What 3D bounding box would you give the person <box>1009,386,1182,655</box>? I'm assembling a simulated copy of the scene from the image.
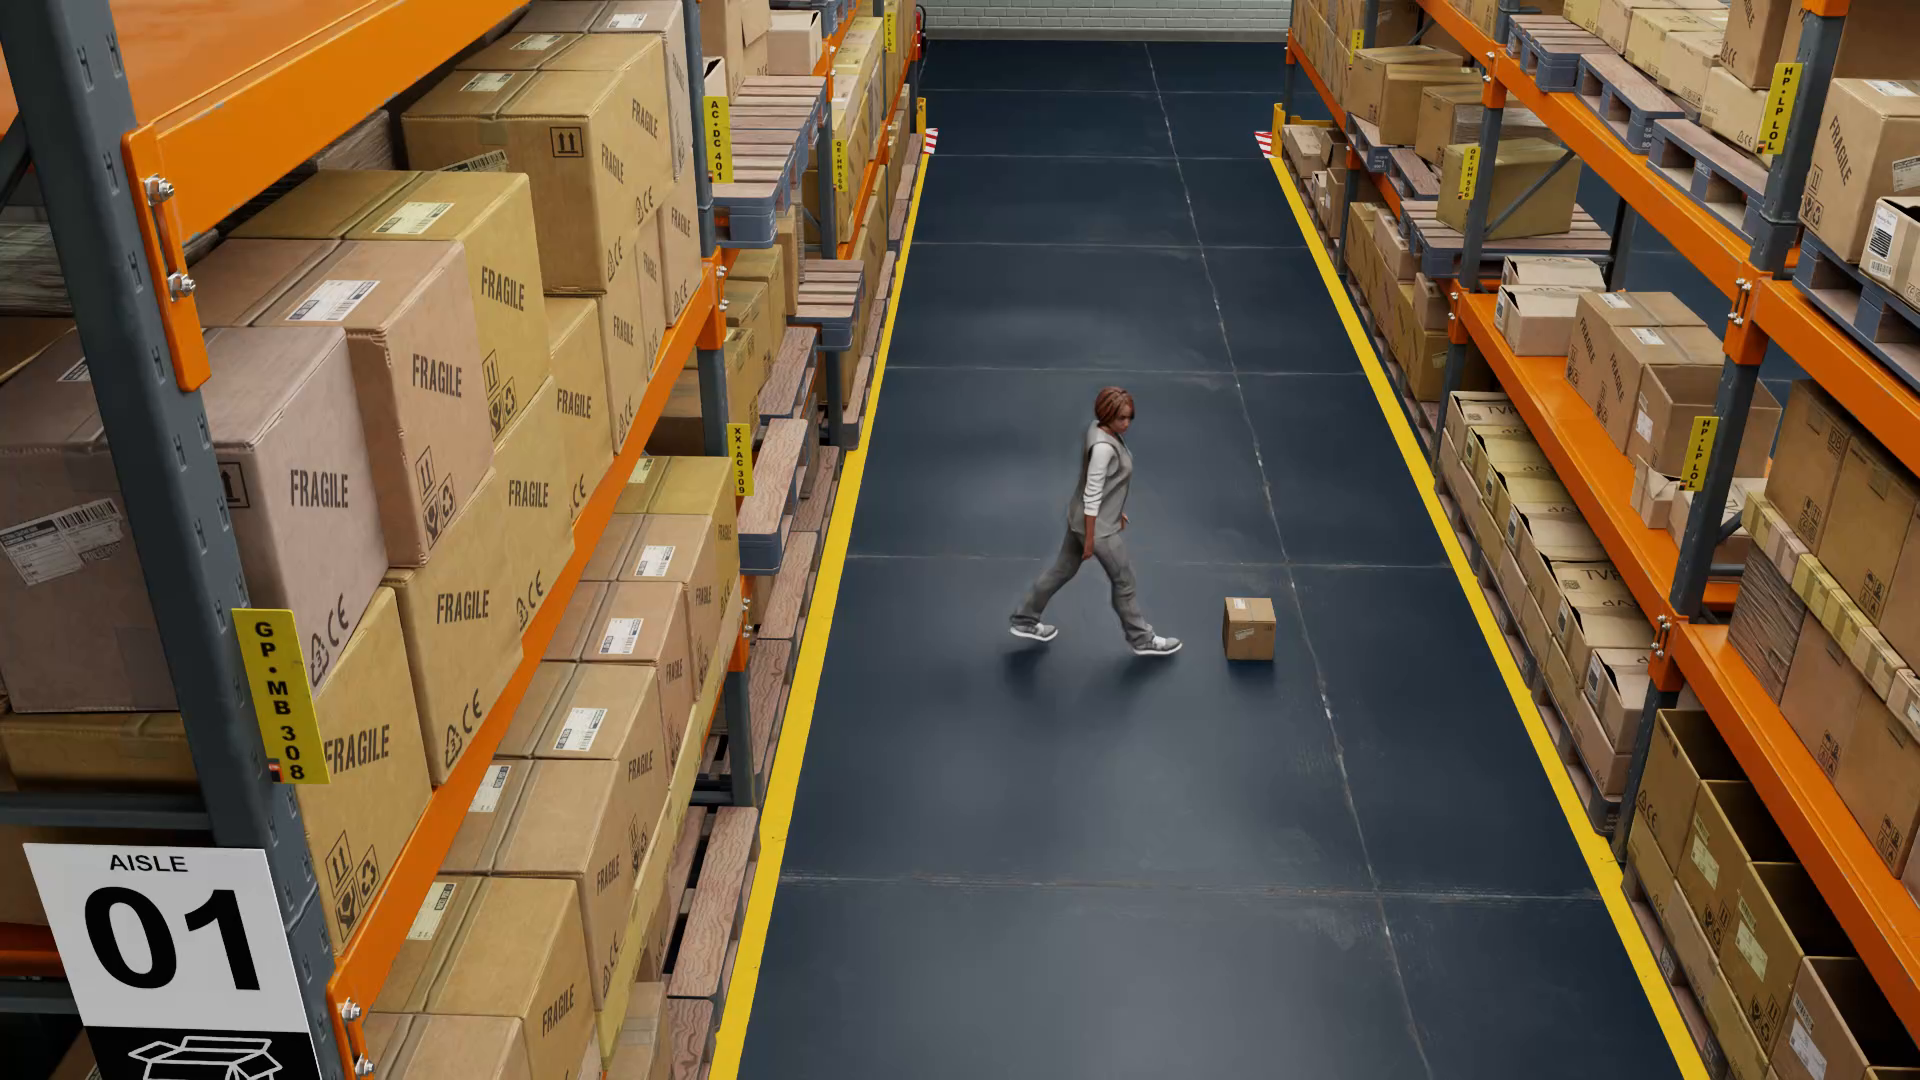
[{"bbox_3d":[0.738,-0.097,8.808,0.936,1.541,0.425,-1,28,-2],"label":"person"}]
